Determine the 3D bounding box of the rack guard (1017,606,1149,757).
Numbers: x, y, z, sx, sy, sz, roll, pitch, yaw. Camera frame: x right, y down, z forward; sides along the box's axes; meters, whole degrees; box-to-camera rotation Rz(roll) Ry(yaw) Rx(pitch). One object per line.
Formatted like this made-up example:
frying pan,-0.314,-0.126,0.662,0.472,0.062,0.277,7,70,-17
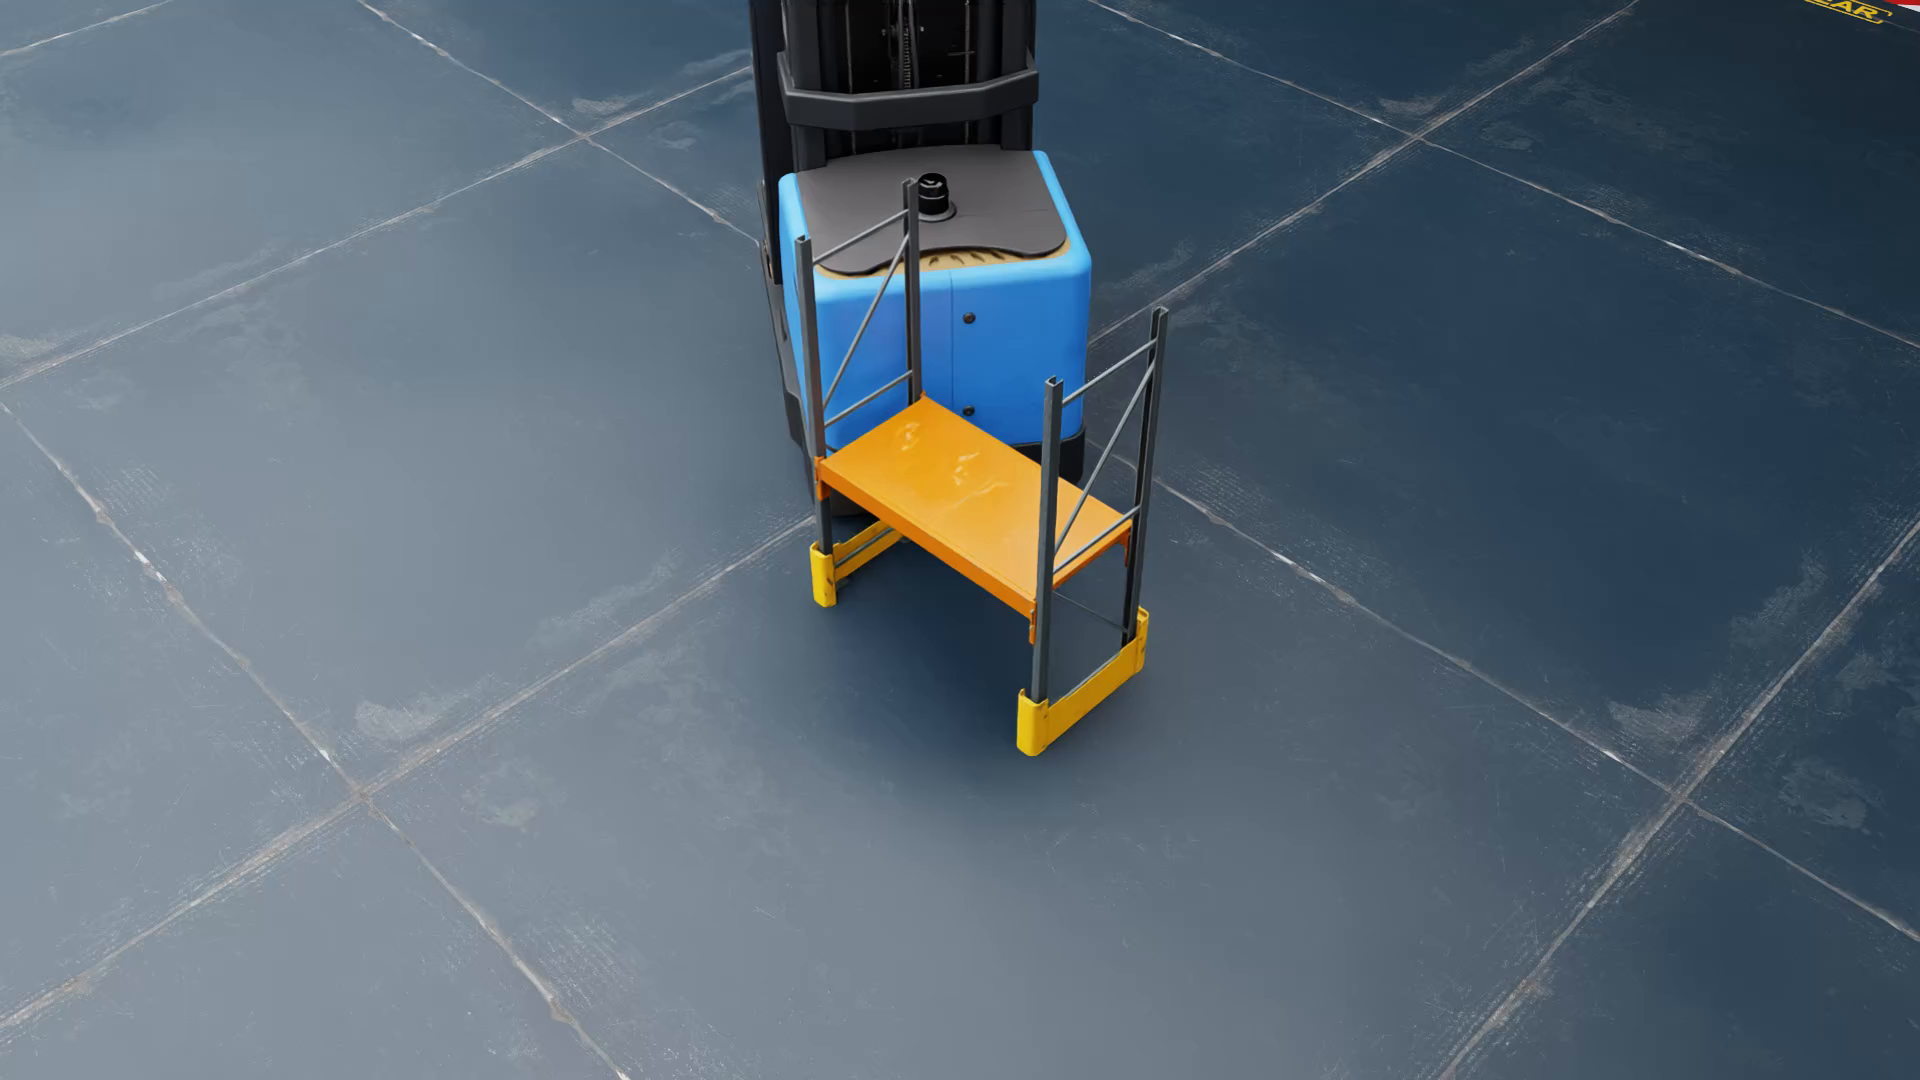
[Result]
rack guard,0.413,0.466,5.562,0.087,0.250,0.587,33,52,31

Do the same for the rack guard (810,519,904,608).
rack guard,-0.303,-0.004,6.070,0.087,0.250,0.587,33,52,31

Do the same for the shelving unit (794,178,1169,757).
shelving unit,0.055,-0.228,5.392,1.083,1.500,0.587,33,52,31

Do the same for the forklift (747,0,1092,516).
forklift,-0.297,-2.176,6.445,1.130,2.935,3.031,-7,43,-8

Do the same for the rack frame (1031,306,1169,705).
rack frame,0.414,0.007,5.137,0.032,1.500,0.500,33,52,31

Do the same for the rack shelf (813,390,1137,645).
rack shelf,0.048,-0.100,5.518,1.000,0.185,0.538,33,52,31

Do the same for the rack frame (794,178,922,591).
rack frame,-0.317,-0.472,5.656,0.032,1.500,0.500,33,52,31
